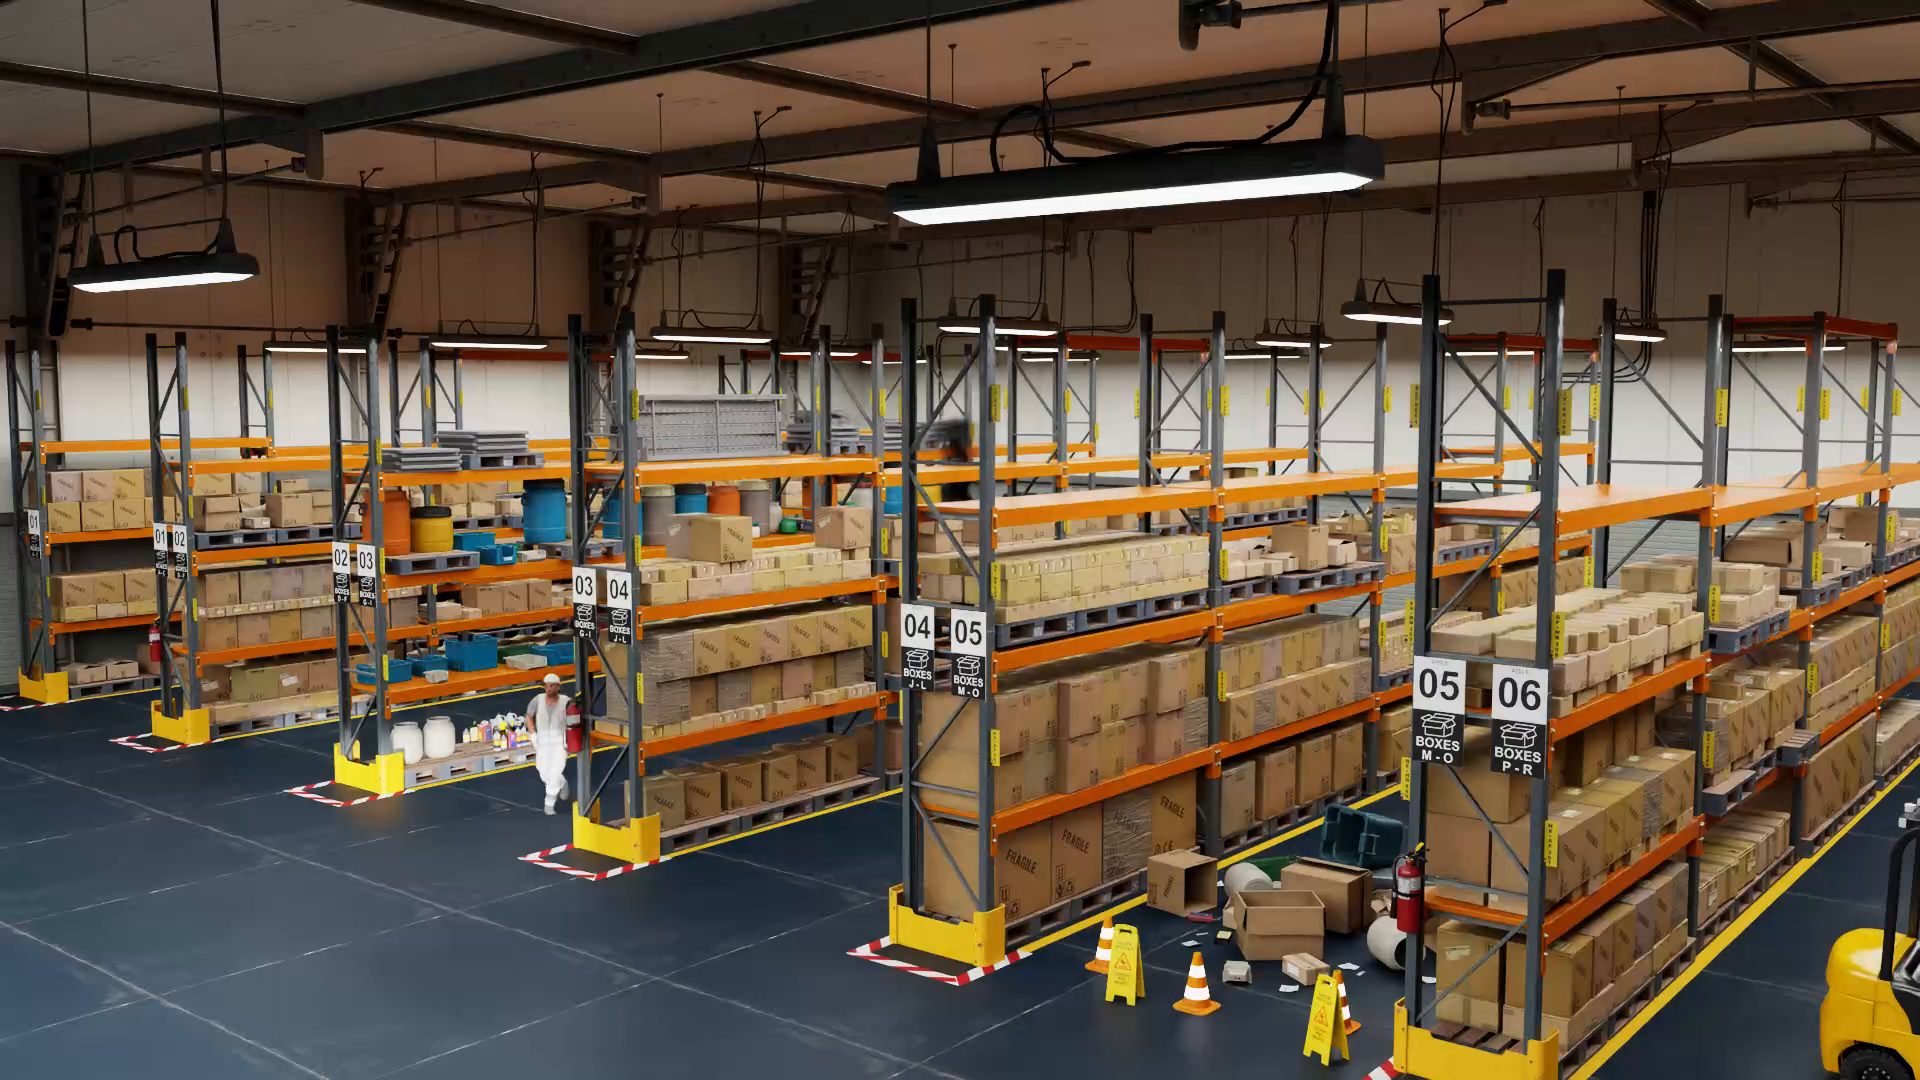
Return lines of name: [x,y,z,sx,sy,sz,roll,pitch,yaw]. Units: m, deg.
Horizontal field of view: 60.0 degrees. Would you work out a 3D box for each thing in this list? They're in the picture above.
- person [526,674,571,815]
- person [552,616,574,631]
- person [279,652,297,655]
person: [-4.986,2.473,20.440,0.649,1.735,0.625,0,5,3]
person: [-7.582,1.558,32.102,0.555,1.447,0.806,2,6,24]
person: [-11.628,1.707,28.893,0.657,1.738,0.805,1,5,9]
